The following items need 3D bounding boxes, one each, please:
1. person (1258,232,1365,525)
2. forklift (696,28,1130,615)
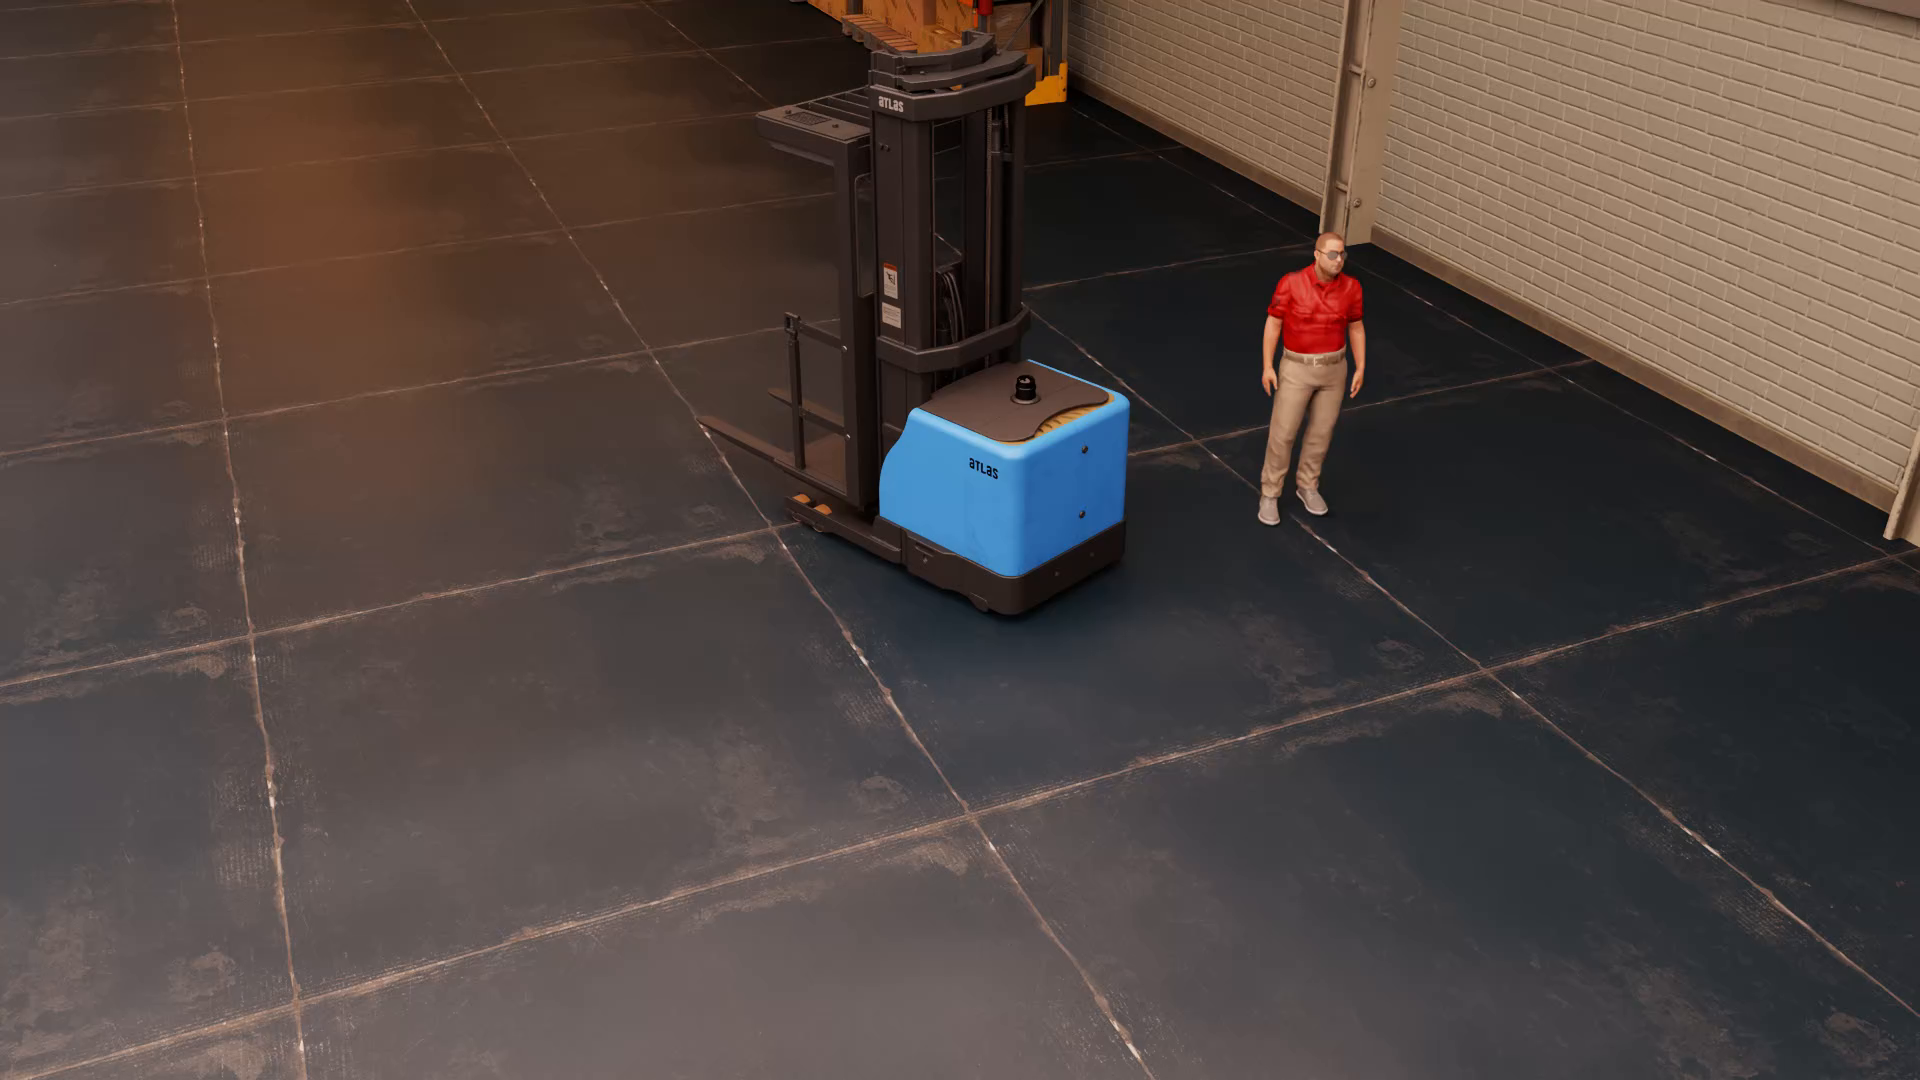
[{"bbox_3d":[2.145,-0.971,10.019,0.640,1.730,0.533,-3,30,-5],"label":"person"},{"bbox_3d":[-0.436,-1.483,9.714,3.031,2.935,1.130,26,39,37],"label":"forklift"}]
